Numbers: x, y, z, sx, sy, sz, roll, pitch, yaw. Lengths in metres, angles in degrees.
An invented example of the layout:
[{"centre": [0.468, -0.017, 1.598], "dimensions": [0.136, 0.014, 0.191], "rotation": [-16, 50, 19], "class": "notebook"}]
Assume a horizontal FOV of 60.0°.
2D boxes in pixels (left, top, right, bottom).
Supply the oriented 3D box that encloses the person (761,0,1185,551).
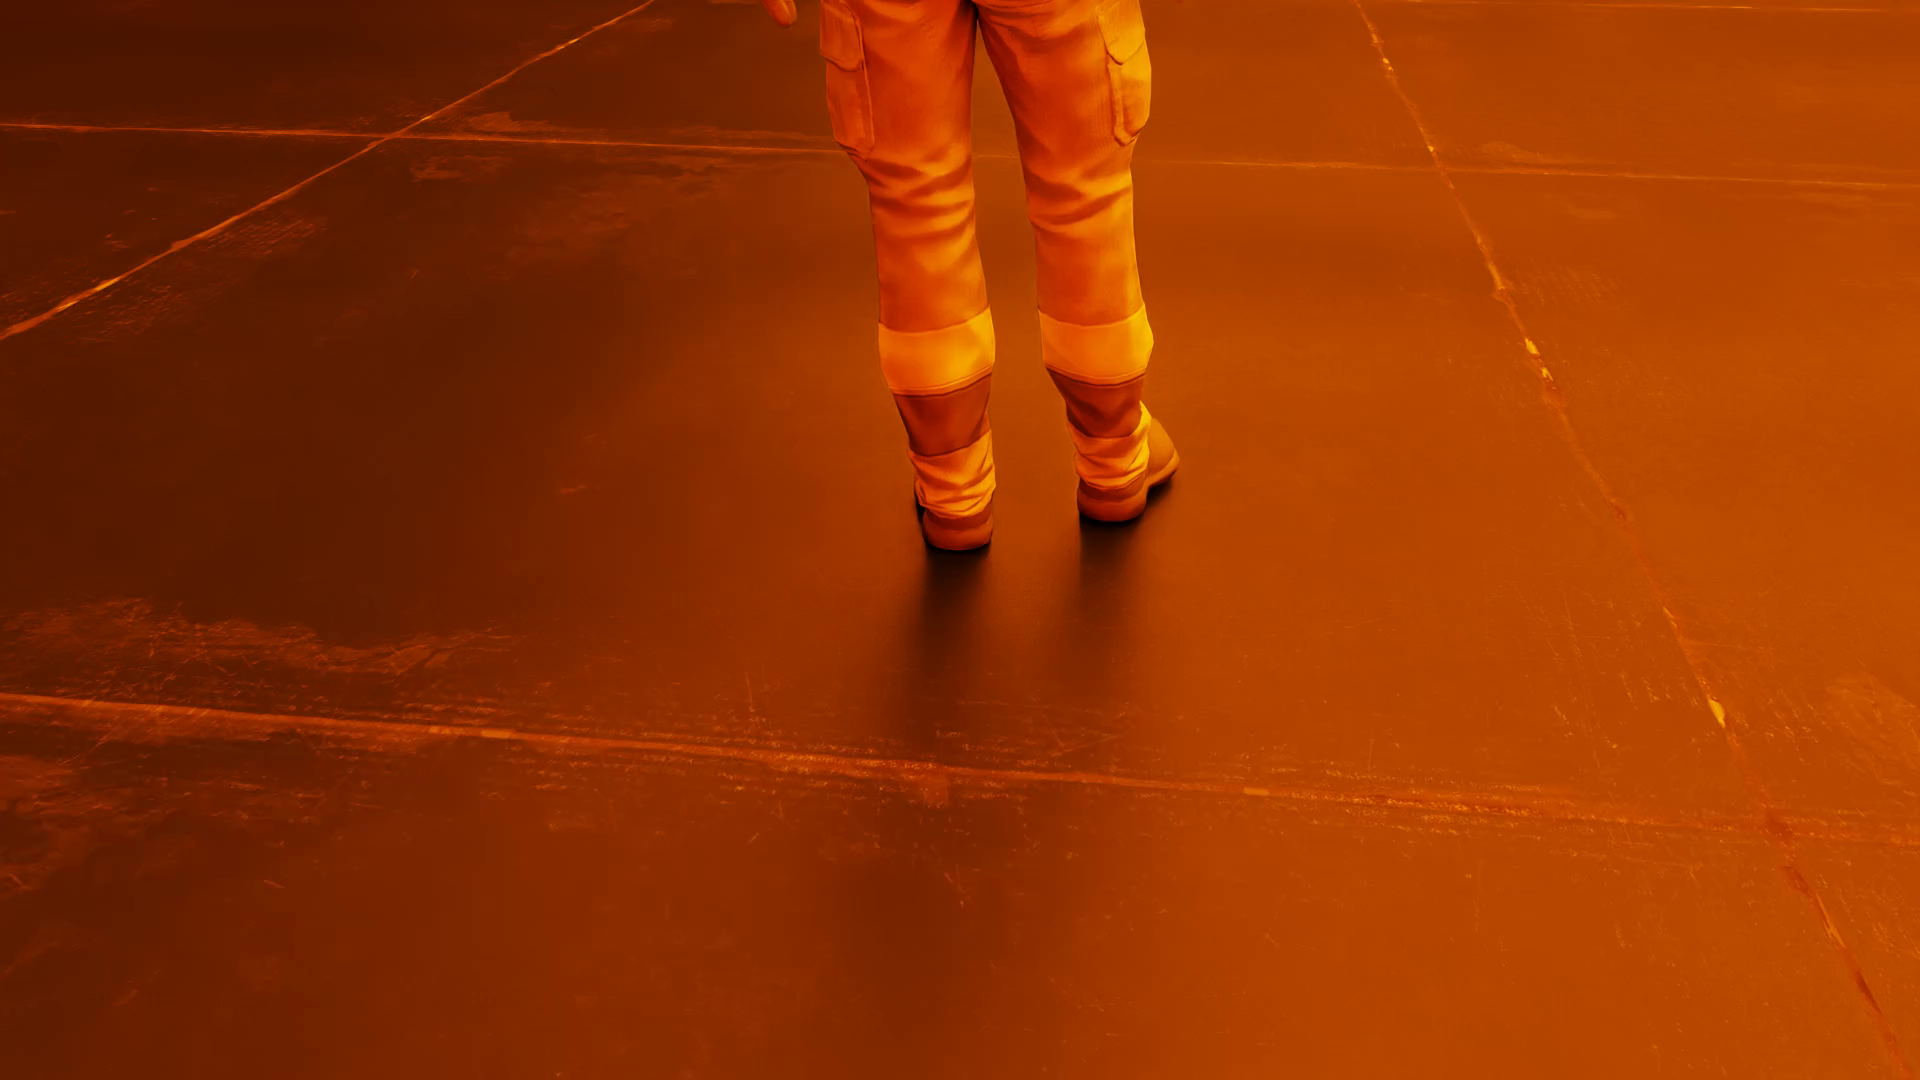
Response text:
[{"centre": [0.023, -0.842, 2.168], "dimensions": [0.637, 1.790, 0.562], "rotation": [3, 27, 7], "class": "person"}]
